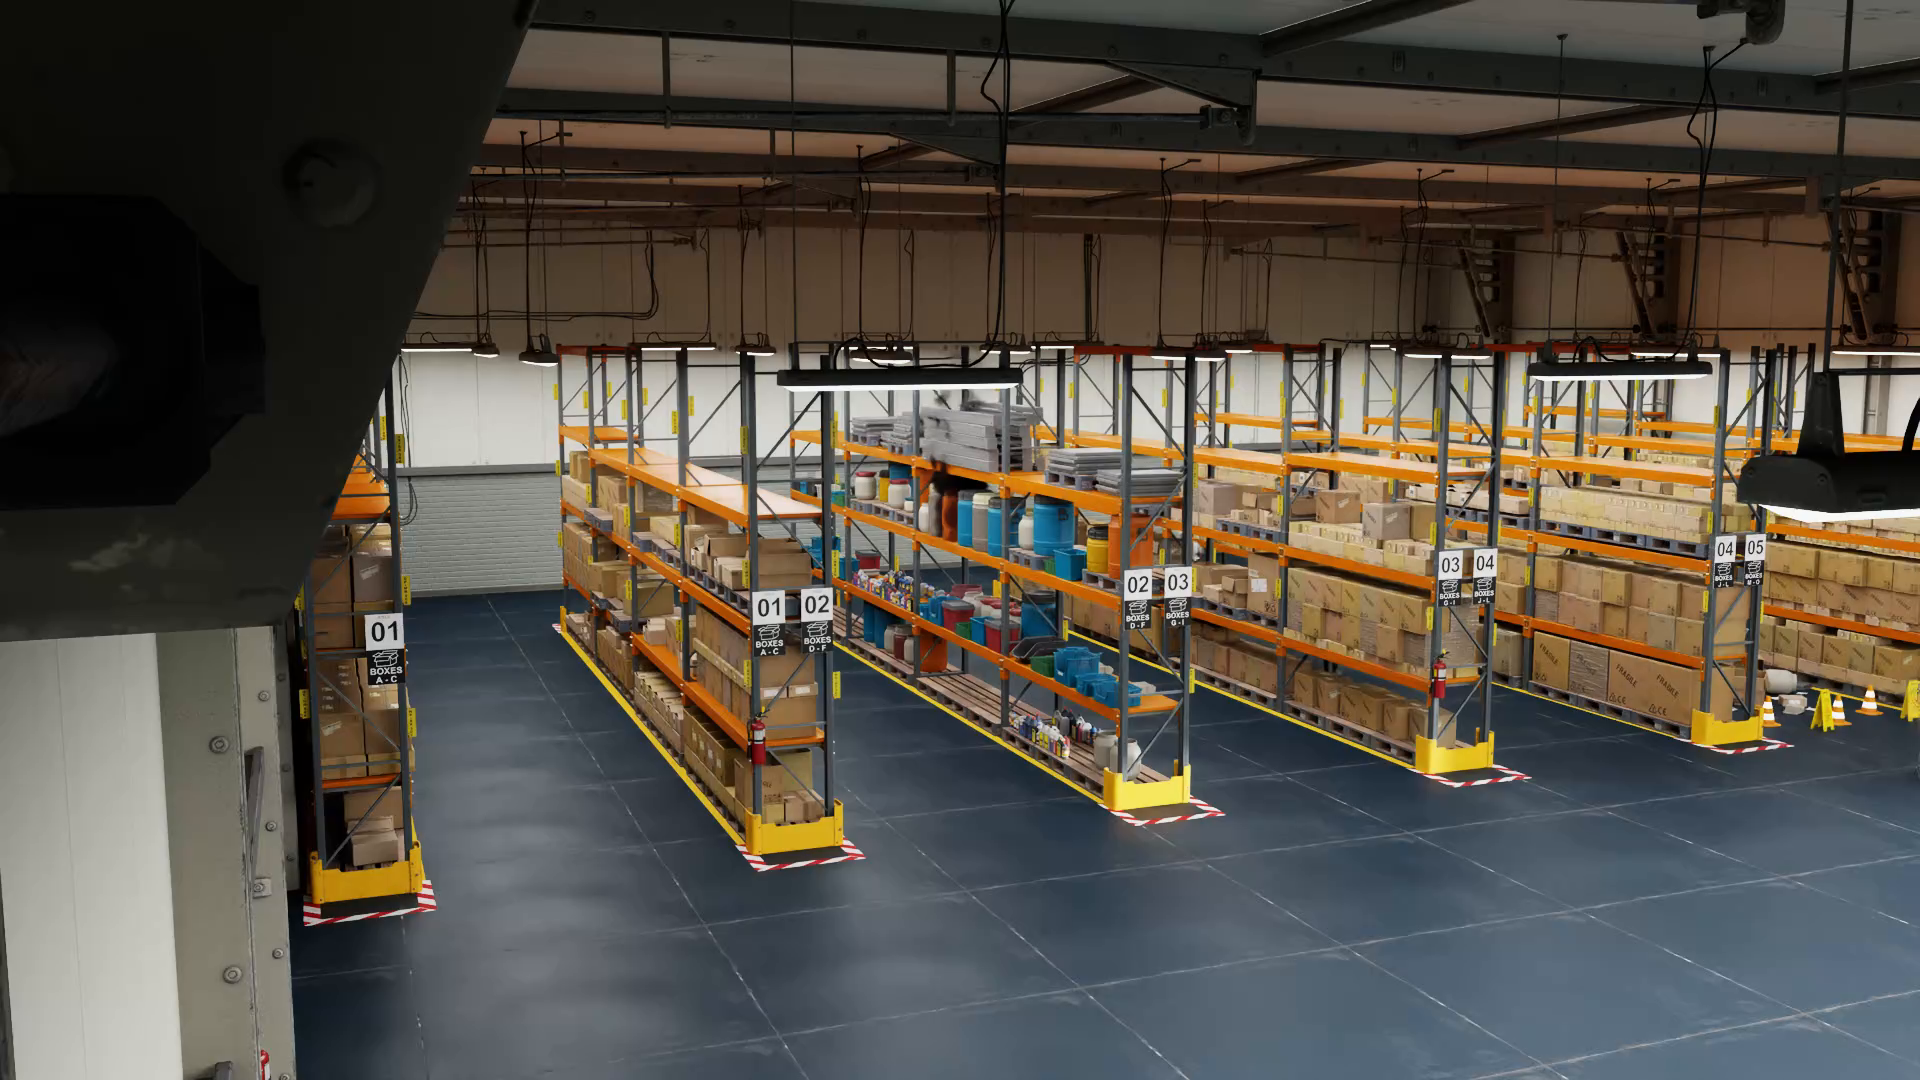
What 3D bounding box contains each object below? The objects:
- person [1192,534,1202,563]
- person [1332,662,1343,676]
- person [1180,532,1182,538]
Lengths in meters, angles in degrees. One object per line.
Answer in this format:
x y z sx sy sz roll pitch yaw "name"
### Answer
5.167 0.646 37.798 0.690 1.818 0.860 -3 8 -19 "person"
6.830 1.609 30.451 0.707 1.724 0.668 -4 8 -28 "person"
5.716 0.251 41.649 0.737 1.627 0.673 -1 7 -10 "person"
